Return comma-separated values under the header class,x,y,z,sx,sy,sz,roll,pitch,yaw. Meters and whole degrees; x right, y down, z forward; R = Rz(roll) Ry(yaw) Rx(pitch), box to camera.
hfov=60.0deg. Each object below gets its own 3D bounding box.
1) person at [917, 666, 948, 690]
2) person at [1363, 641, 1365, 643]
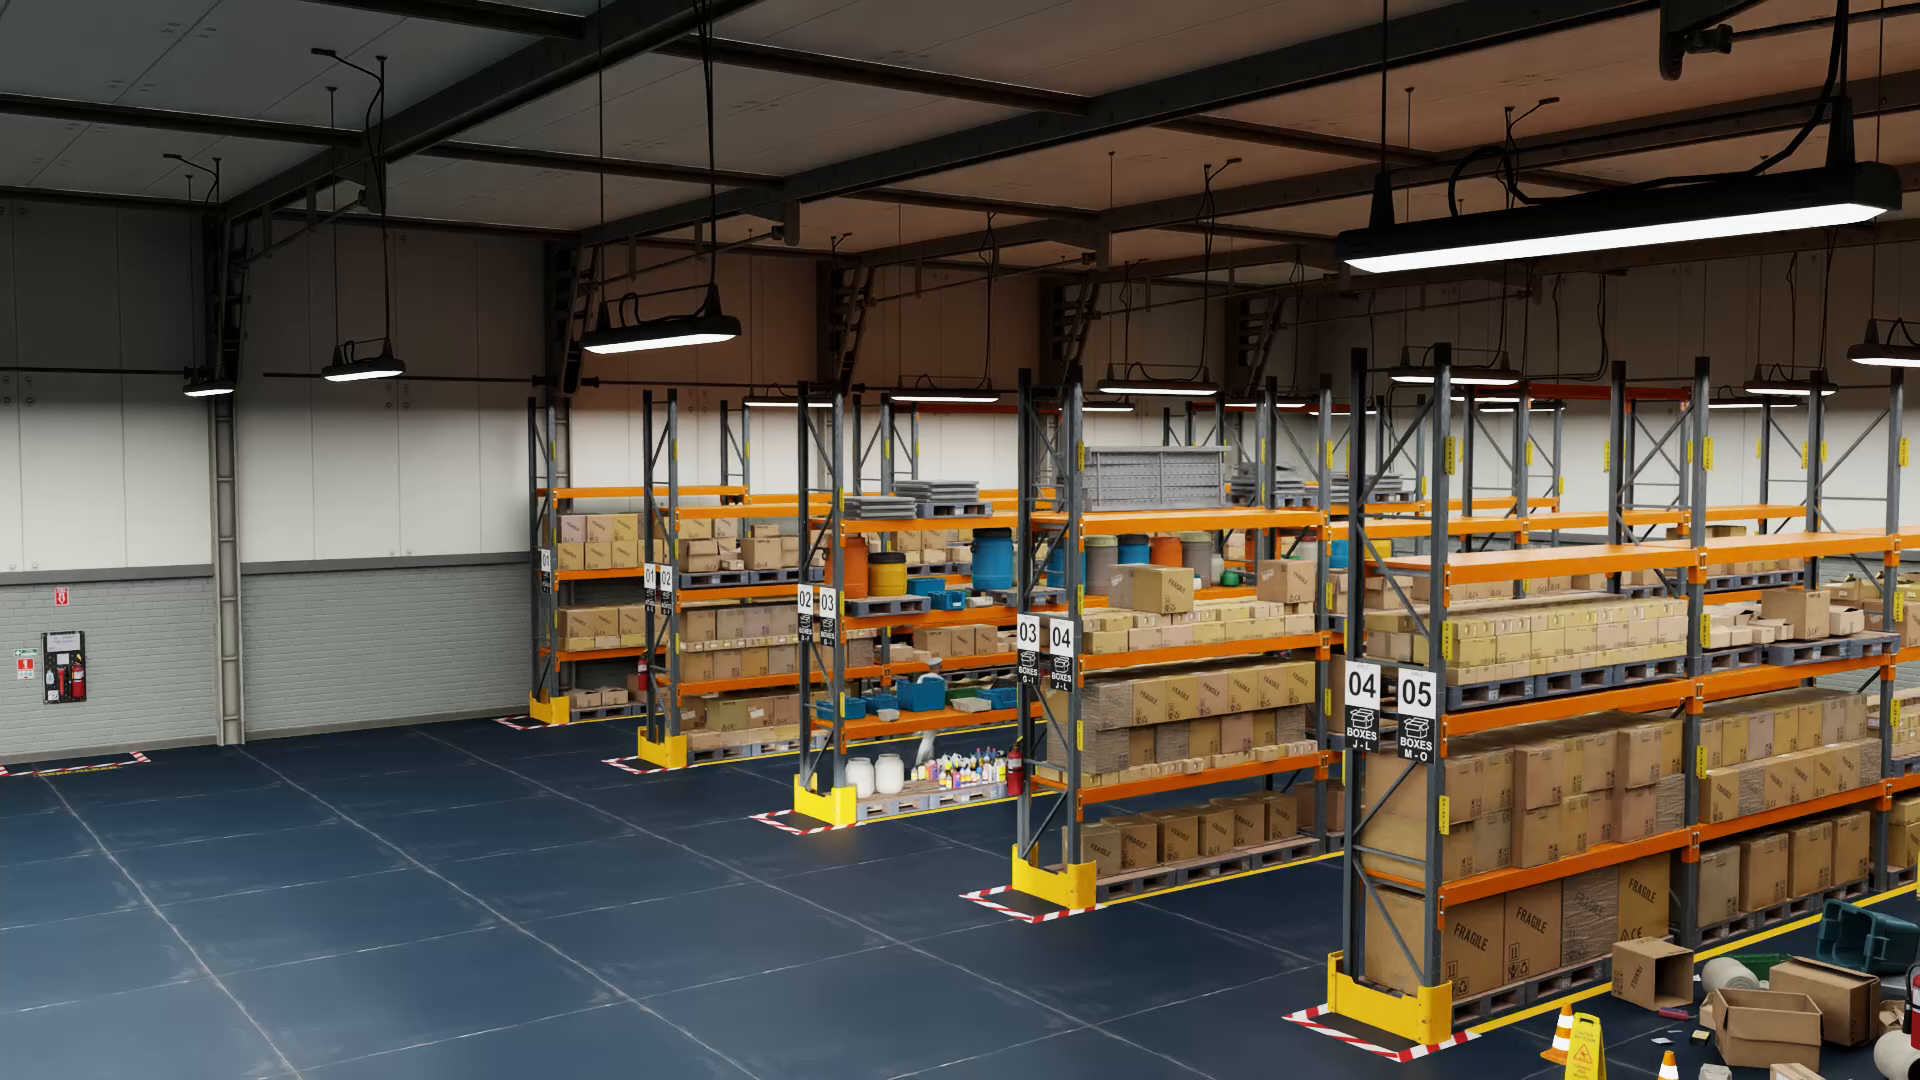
class,x,y,z,sx,sy,sz,roll,pitch,yaw
person,-0.441,2.416,26.163,0.423,1.035,0.539,-3,5,-44
person,9.244,2.174,37.766,0.460,1.373,0.594,-3,5,-42
